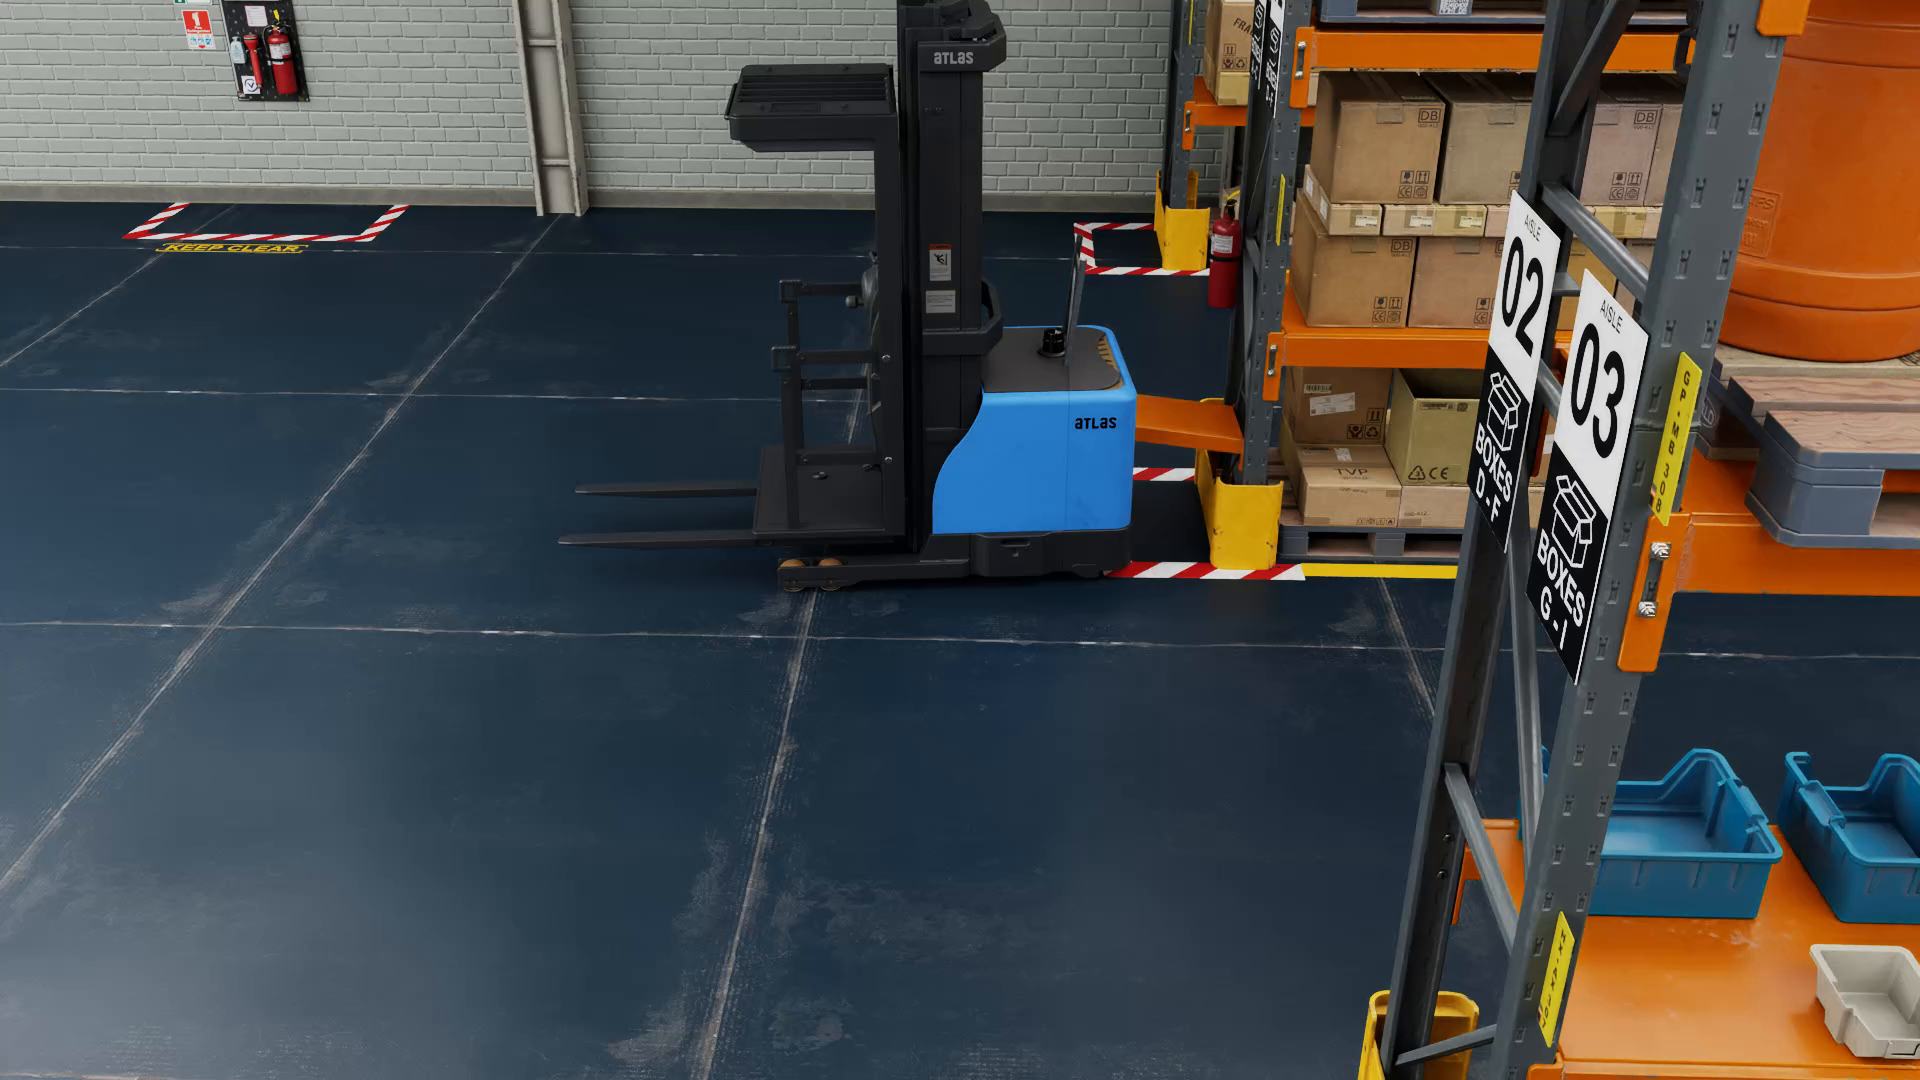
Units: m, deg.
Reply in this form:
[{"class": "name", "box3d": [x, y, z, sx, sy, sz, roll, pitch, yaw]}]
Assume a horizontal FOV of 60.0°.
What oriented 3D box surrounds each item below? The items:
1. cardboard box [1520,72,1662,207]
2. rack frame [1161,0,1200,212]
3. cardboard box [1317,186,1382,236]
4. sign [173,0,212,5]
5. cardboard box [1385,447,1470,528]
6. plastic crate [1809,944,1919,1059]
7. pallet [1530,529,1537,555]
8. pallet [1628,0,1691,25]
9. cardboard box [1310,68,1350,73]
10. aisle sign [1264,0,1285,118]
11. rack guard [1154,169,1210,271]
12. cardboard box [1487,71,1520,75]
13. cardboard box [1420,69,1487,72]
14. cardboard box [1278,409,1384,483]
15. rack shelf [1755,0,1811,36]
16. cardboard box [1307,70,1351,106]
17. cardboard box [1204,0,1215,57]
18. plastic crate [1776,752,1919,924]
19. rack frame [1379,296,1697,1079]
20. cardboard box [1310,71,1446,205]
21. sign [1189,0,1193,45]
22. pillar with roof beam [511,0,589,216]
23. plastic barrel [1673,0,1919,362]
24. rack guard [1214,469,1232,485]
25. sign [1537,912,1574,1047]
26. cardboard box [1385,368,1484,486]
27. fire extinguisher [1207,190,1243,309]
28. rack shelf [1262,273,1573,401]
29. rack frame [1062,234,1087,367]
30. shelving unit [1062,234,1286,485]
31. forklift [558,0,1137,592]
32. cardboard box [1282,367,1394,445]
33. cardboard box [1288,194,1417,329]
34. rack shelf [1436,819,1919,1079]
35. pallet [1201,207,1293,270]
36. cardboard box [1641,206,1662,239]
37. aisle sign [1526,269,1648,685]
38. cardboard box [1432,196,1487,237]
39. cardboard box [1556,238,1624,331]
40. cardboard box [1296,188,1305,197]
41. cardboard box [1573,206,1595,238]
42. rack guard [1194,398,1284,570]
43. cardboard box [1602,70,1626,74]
[{"class": "cardboard box", "box3d": [3.124, -2.027, 8.379, 0.500, 0.500, 0.700, 1, 28, 2]}, {"class": "rack frame", "box3d": [1.747, -3.757, 13.135, 0.127, 3.000, 1.000, 1, 28, 2]}, {"class": "cardboard box", "box3d": [1.960, -1.662, 8.383, 0.250, 0.149, 0.380, 1, 28, 1]}, {"class": "sign", "box3d": [-6.533, -4.611, 14.143, 0.331, 0.109, 0.001, 1, 28, 2]}, {"class": "cardboard box", "box3d": [2.603, -0.290, 9.081, 0.500, 0.250, 0.500, 1, 28, 2]}, {"class": "plastic crate", "box3d": [2.280, 1.162, 4.137, 0.250, 0.136, 0.298, 1, 28, 2]}, {"class": "pallet", "box3d": [3.557, -0.192, 9.387, 1.213, 0.211, 1.003, 1, 28, 2]}, {"class": "pallet", "box3d": [3.504, -2.682, 7.998, 1.213, 0.211, 1.003, 1, 28, 2]}, {"class": "cardboard box", "box3d": [2.707, -3.870, 12.685, 0.500, 0.500, 0.500, 1, 28, 2]}, {"class": "aisle sign", "box3d": [1.499, -2.445, 7.884, 0.004, 0.787, 0.394, 1, 28, 2]}, {"class": "rack guard", "box3d": [1.823, -2.651, 13.718, 0.348, 0.500, 1.175, 1, 28, 2]}, {"class": "cardboard box", "box3d": [4.259, -3.513, 12.813, 0.500, 0.250, 0.500, 1, 28, 2]}, {"class": "cardboard box", "box3d": [3.739, -3.855, 12.658, 0.500, 0.500, 0.500, 2, 28, 3]}, {"class": "cardboard box", "box3d": [2.122, -0.539, 9.551, 0.500, 0.250, 0.500, 1, 28, 2]}, {"class": "rack shelf", "box3d": [3.396, -1.243, 3.182, 4.000, 0.370, 1.077, 1, 28, 2]}, {"class": "cardboard box", "box3d": [2.742, -3.541, 12.866, 0.500, 0.250, 0.500, 0, 28, 0]}, {"class": "cardboard box", "box3d": [2.225, -4.123, 13.163, 0.500, 0.500, 0.500, 1, 28, 1]}, {"class": "plastic crate", "box3d": [2.556, 0.827, 4.645, 0.408, 0.251, 0.499, 1, 28, 2]}, {"class": "rack frame", "box3d": [1.397, 0.880, 4.387, 0.127, 3.000, 1.000, 1, 28, 2]}, {"class": "cardboard box", "box3d": [2.094, -2.041, 8.406, 0.500, 0.500, 0.700, 1, 28, 2]}, {"class": "sign", "box3d": [1.728, -3.886, 12.453, 0.005, 0.325, 0.100, 1, 28, 2]}, {"class": "pillar with roof beam", "box3d": [-3.672, -4.885, 8.858, 0.400, 9.000, 9.100, 1, 28, 2]}, {"class": "plastic barrel", "box3d": [1.887, -0.872, 3.583, 0.708, 0.830, 0.600, 1, 28, 2]}, {"class": "rack guard", "box3d": [1.469, -0.161, 9.207, 0.087, 0.250, 0.587, 7, 26, -2]}, {"class": "sign", "box3d": [1.373, 1.015, 3.837, 0.005, 0.325, 0.100, 1, 28, 2]}, {"class": "cardboard box", "box3d": [2.603, -0.620, 8.904, 0.500, 0.500, 0.500, 1, 28, 2]}, {"class": "fire extinguisher", "box3d": [1.474, -1.624, 9.193, 0.183, 0.674, 0.296, 1, 28, 2]}, {"class": "rack shelf", "box3d": [3.574, -1.088, 8.867, 4.000, 0.370, 1.077, 1, 28, 2]}, {"class": "rack frame", "box3d": [0.538, -0.841, 8.905, 0.032, 1.500, 0.500, 7, 26, -2]}, {"class": "shelving unit", "box3d": [1.051, -0.779, 8.921, 1.083, 1.500, 0.587, 7, 26, -2]}, {"class": "forklift", "box3d": [-0.623, -1.279, 8.533, 3.031, 2.935, 1.130, -2, 28, -3]}, {"class": "cardboard box", "box3d": [2.122, -0.871, 9.377, 0.500, 0.500, 0.500, 1, 28, 2]}, {"class": "cardboard box", "box3d": [2.042, -1.469, 8.712, 0.500, 0.500, 0.700, 1, 28, 2]}, {"class": "rack shelf", "box3d": [3.396, 1.231, 4.493, 4.000, 0.370, 1.077, 1, 28, 2]}, {"class": "pallet", "box3d": [2.633, -2.494, 13.729, 1.213, 0.211, 1.003, 1, 28, 2]}, {"class": "cardboard box", "box3d": [3.496, -1.636, 8.334, 0.250, 0.149, 0.380, 1, 28, 2]}, {"class": "aisle sign", "box3d": [1.315, -0.133, 3.522, 0.004, 0.787, 0.394, 1, 28, 2]}, {"class": "cardboard box", "box3d": [2.473, -1.654, 8.368, 0.250, 0.149, 0.380, 1, 28, 2]}, {"class": "cardboard box", "box3d": [3.063, -1.452, 8.679, 0.500, 0.500, 0.700, 1, 28, 2]}, {"class": "cardboard box", "box3d": [3.005, -2.701, 13.543, 0.500, 0.311, 0.500, 3, 28, 6]}, {"class": "cardboard box", "box3d": [2.992, -1.646, 8.352, 0.250, 0.149, 0.380, 0, 28, 0]}, {"class": "rack guard", "box3d": [1.551, -0.334, 9.347, 0.348, 0.500, 1.175, 1, 28, 2]}, {"class": "cardboard box", "box3d": [4.762, -3.834, 12.617, 0.500, 0.500, 0.500, 1, 28, 2]}]
